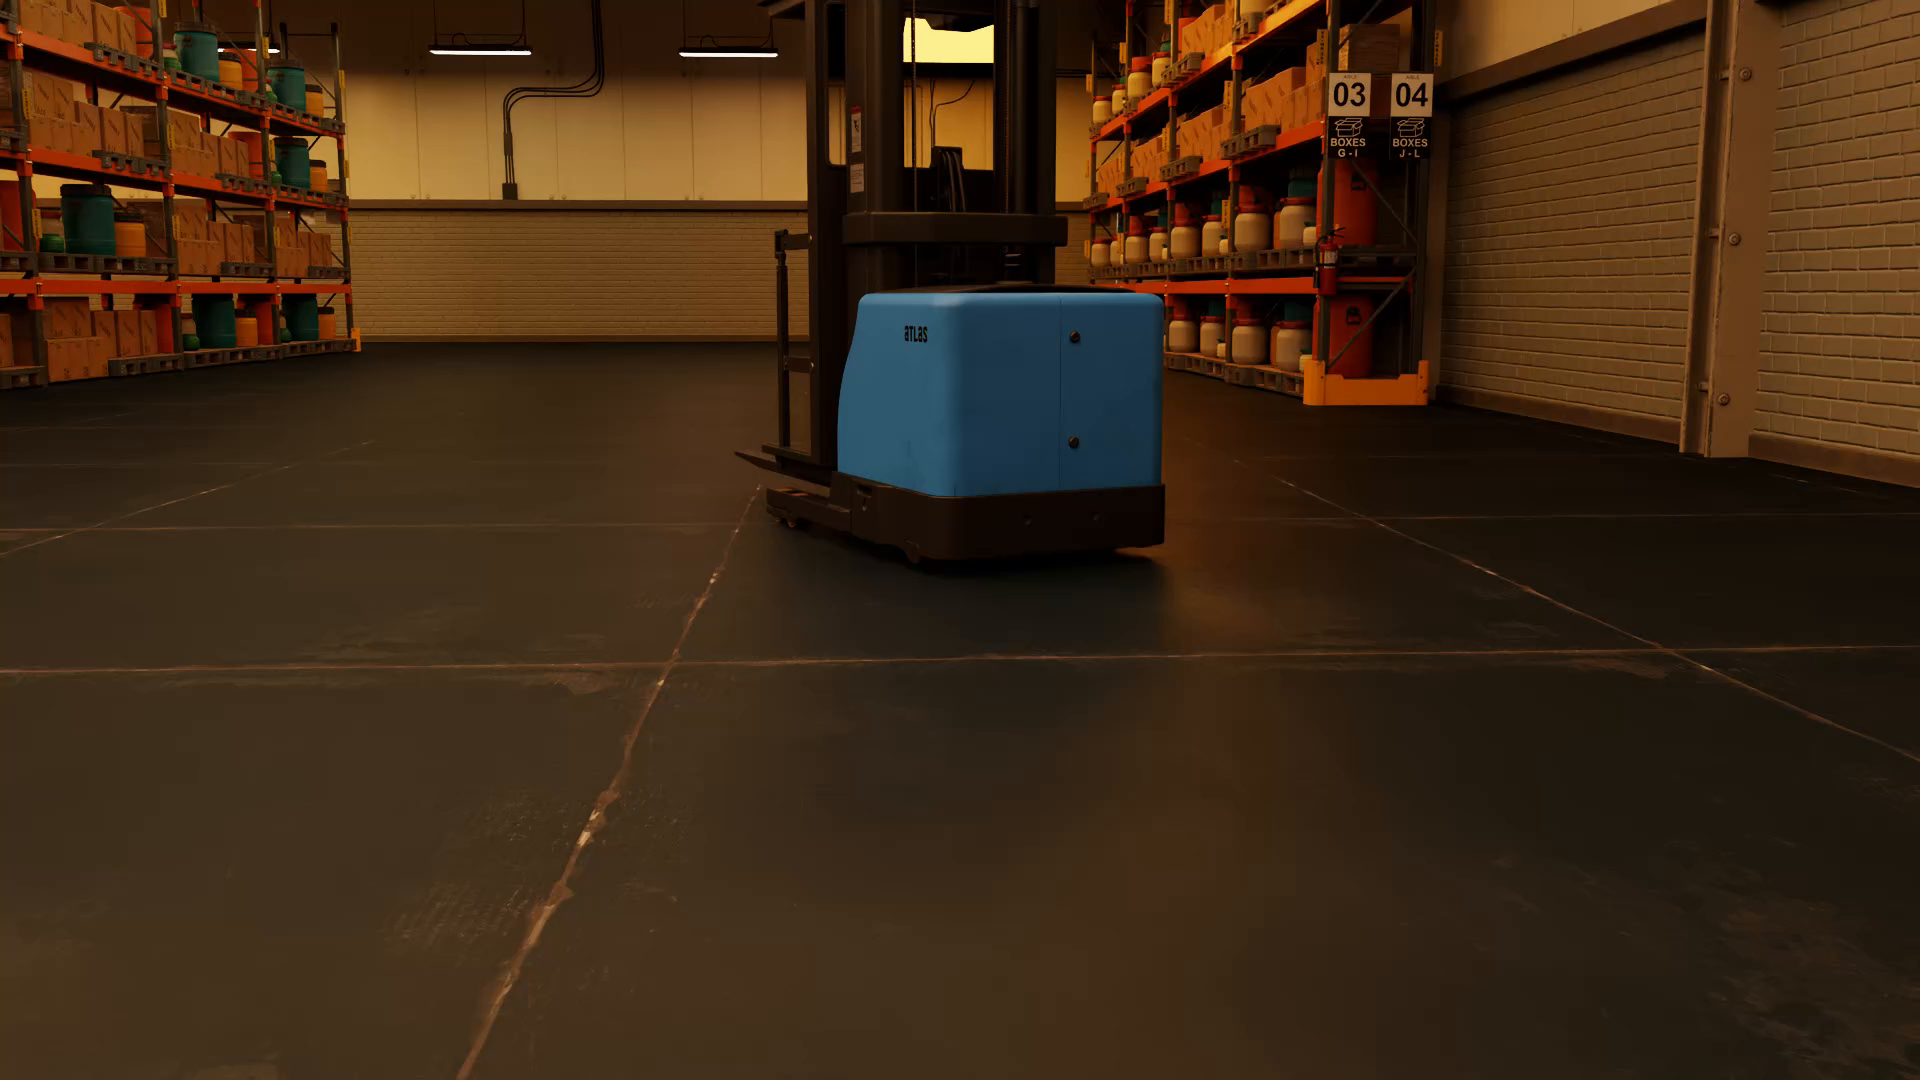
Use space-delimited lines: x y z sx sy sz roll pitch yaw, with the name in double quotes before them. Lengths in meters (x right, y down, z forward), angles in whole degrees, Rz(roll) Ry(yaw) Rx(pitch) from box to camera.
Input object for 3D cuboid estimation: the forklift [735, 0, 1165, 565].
"forklift" -0.264 -1.530 7.637 1.130 2.935 3.031 -4 9 -25
